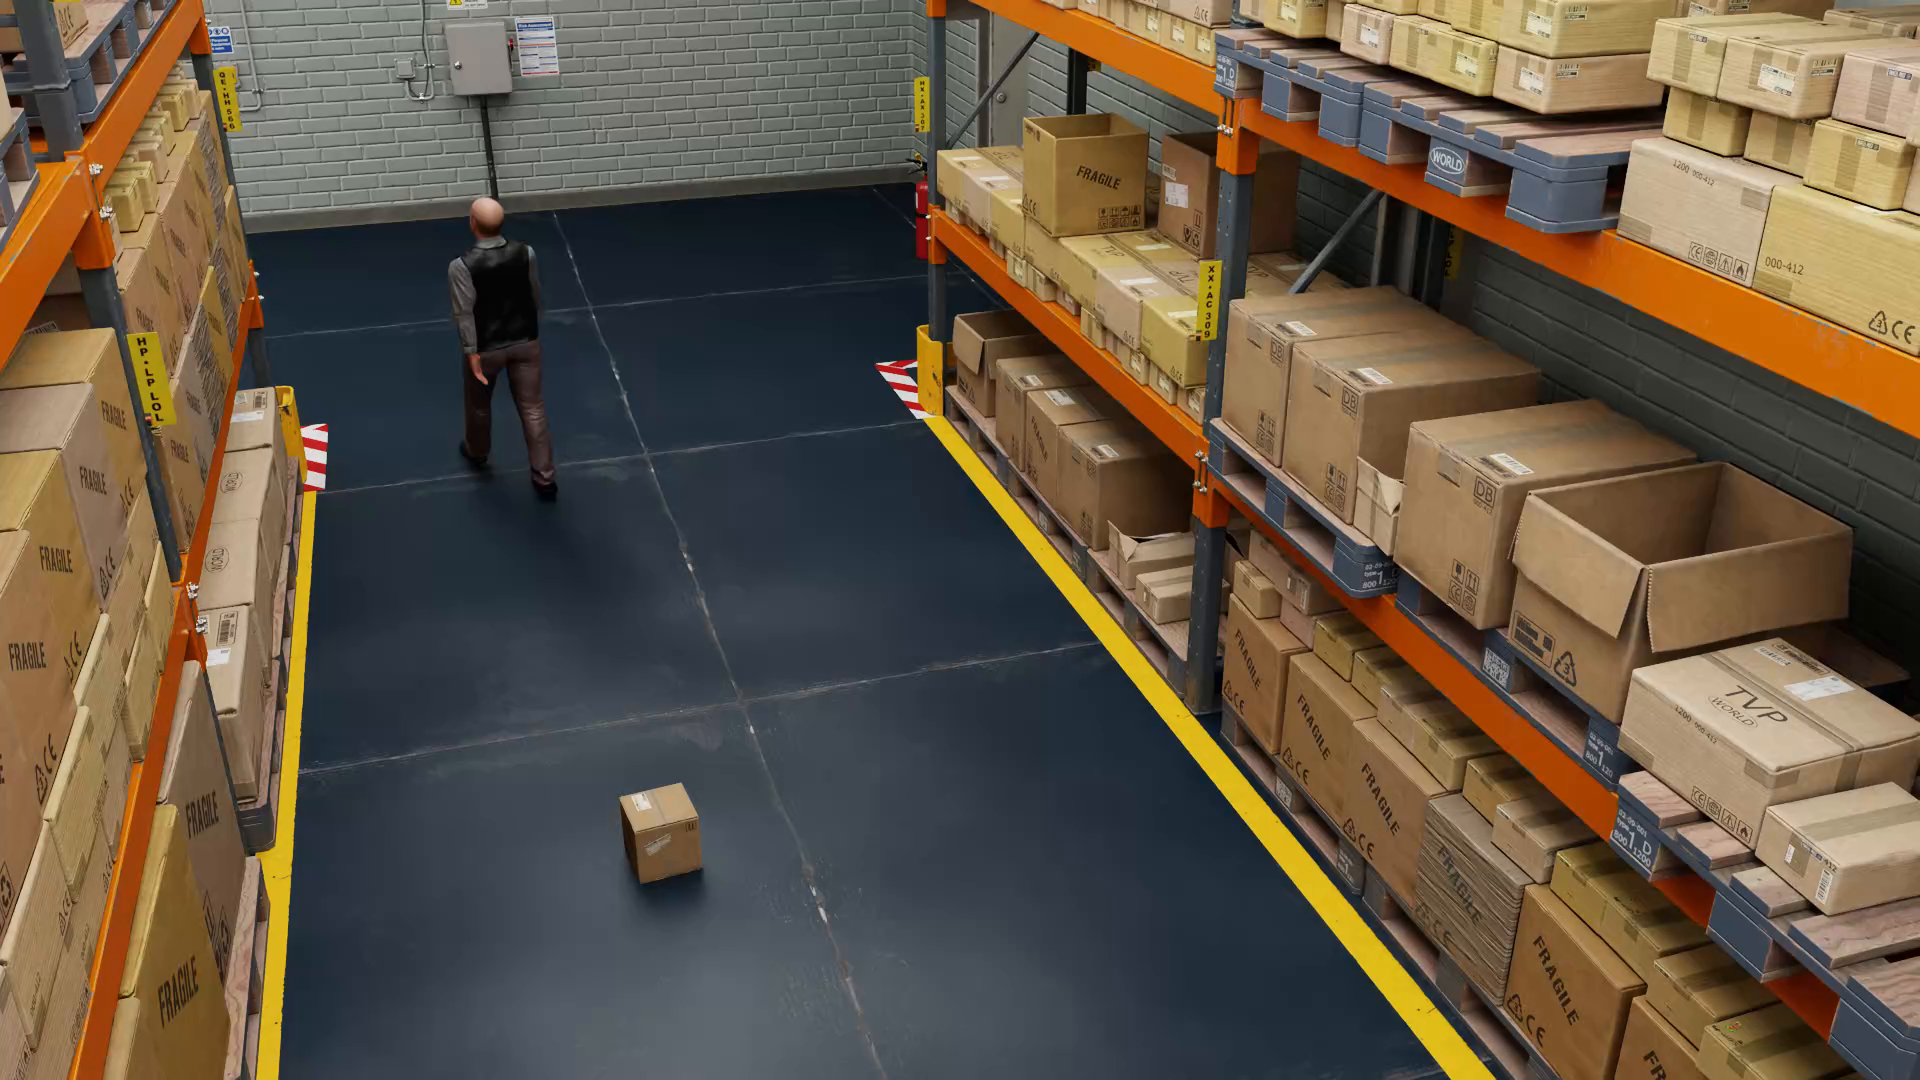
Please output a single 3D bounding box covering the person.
[{"bbox_3d":[-2.639,-1.154,9.468,0.544,1.664,0.996,-15,30,-29],"label":"person"}]
